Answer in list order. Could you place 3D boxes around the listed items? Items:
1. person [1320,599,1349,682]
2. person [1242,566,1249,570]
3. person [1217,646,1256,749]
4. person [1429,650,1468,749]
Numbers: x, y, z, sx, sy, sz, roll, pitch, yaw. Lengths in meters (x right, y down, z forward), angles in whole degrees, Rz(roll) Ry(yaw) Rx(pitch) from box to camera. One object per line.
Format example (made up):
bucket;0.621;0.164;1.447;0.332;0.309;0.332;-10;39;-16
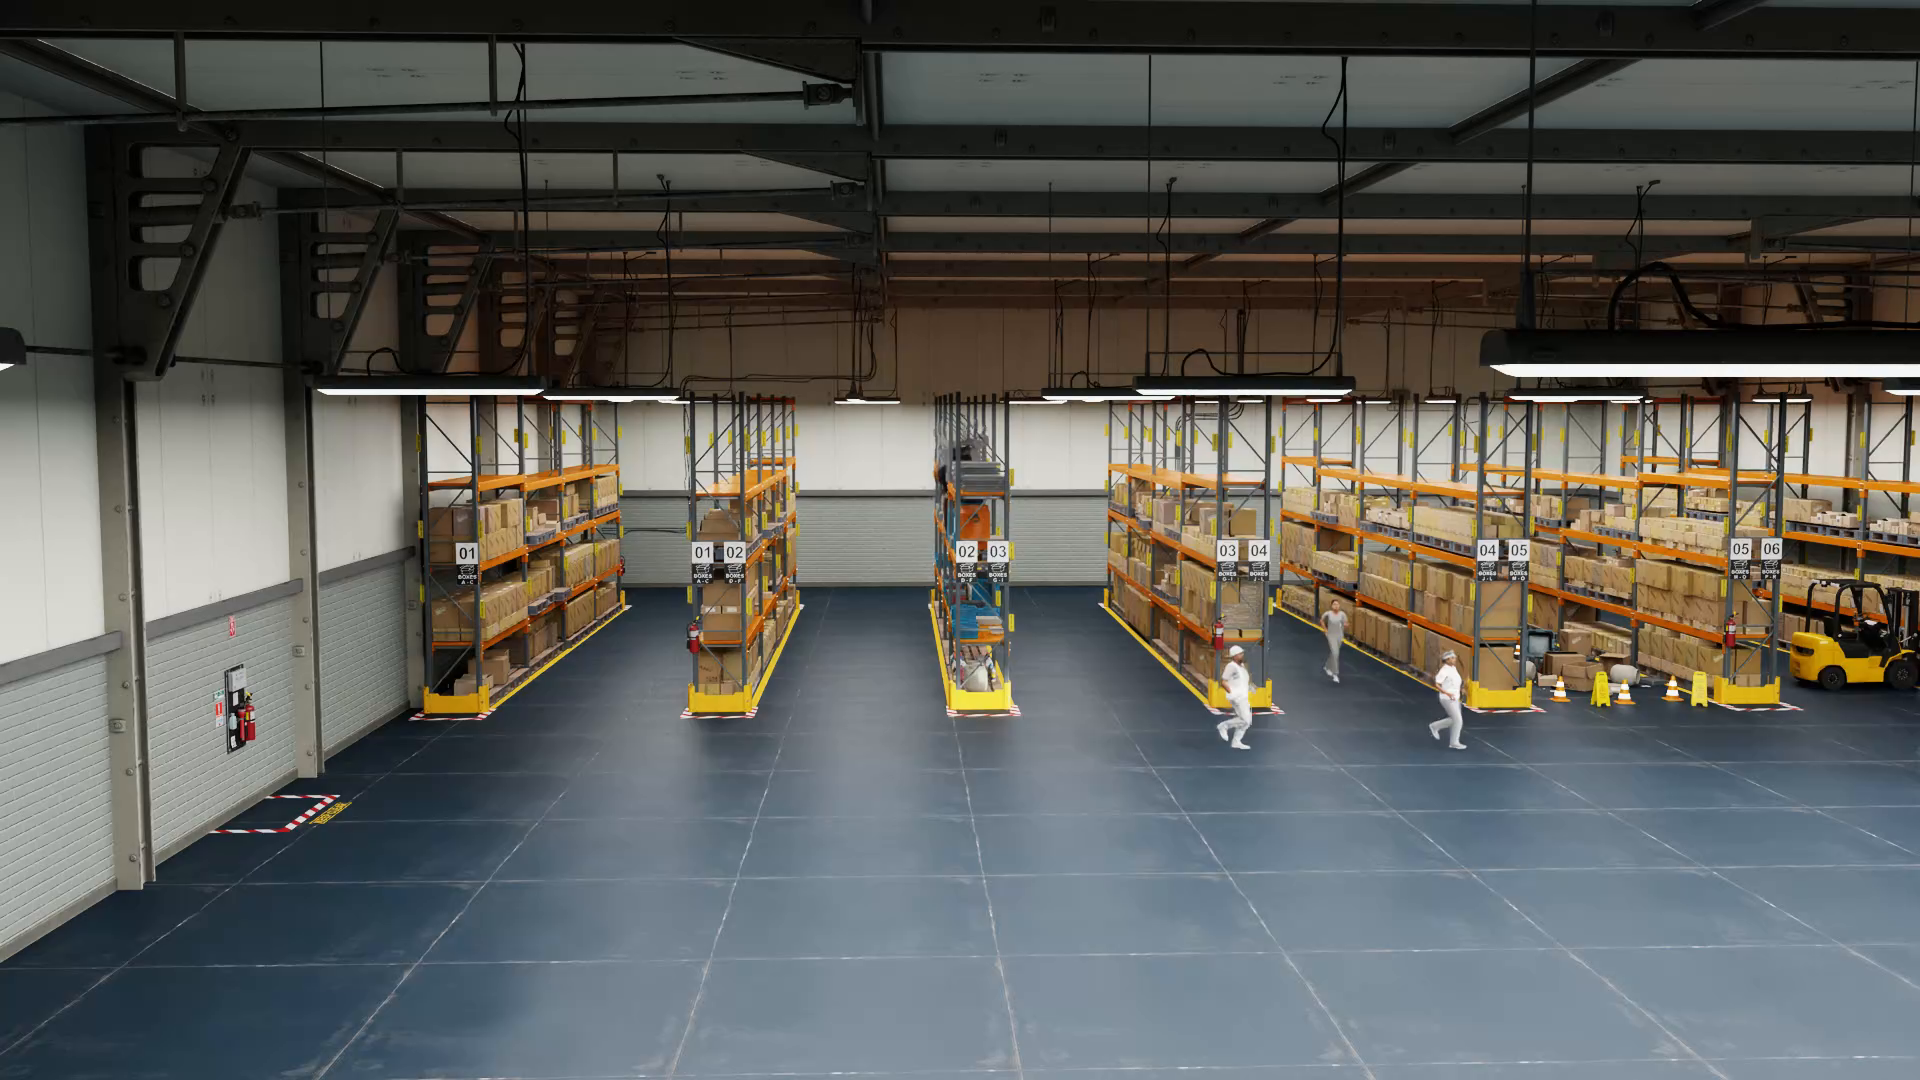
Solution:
person;7.893;2.093;34.976;0.544;1.718;0.824;-1;5;-9
person;7.974;1.261;46.199;0.570;1.569;0.608;1;5;7
person;4.633;2.634;27.863;0.595;1.734;0.696;2;5;27
person;8.188;2.657;27.937;0.700;1.655;0.581;4;6;39
